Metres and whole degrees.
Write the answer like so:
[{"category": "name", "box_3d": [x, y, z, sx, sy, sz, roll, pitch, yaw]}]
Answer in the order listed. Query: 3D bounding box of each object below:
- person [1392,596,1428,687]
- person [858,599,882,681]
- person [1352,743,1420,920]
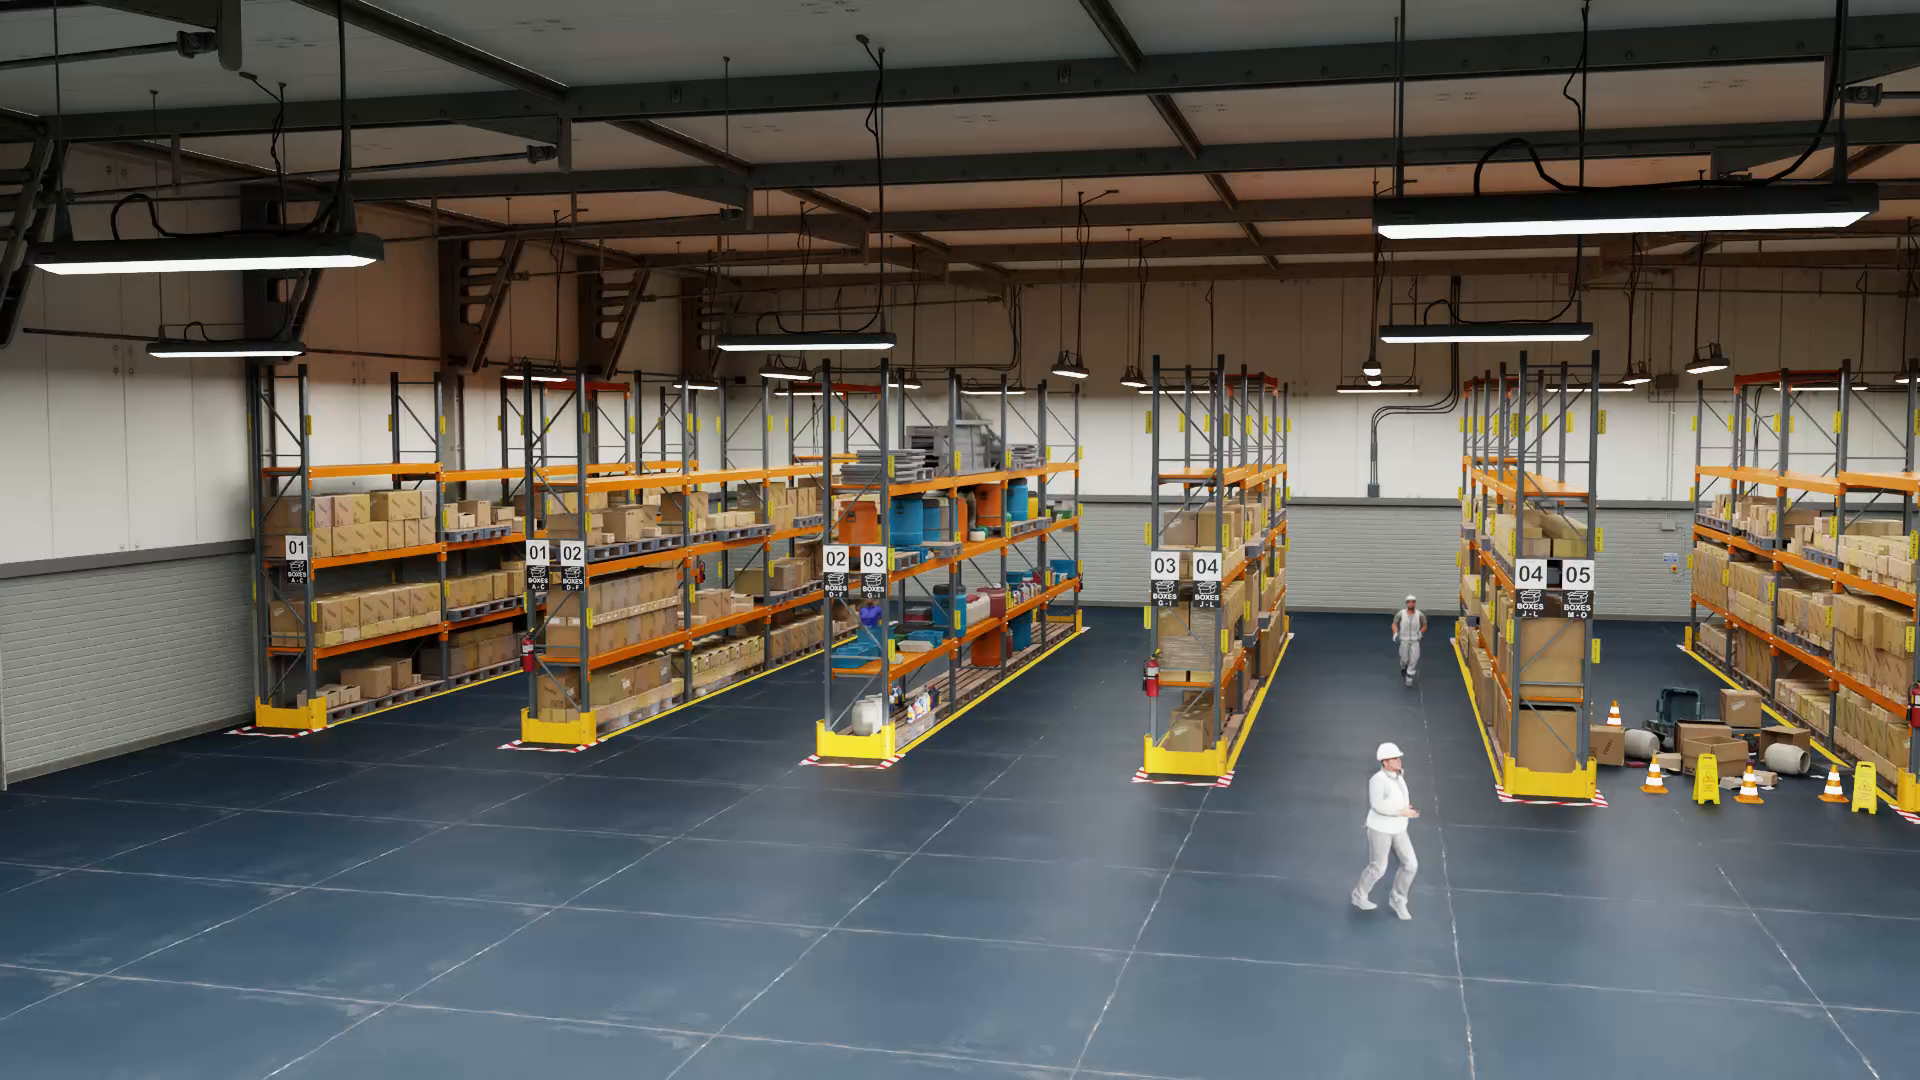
[{"category": "person", "box_3d": [8.647, 1.934, 31.947, 0.658, 1.738, 0.601, 1, 4, 10]}, {"category": "person", "box_3d": [-1.652, 1.795, 30.606, 0.550, 1.634, 0.513, 1, 4, 16]}, {"category": "person", "box_3d": [4.353, 2.973, 16.884, 0.675, 1.850, 0.748, -4, 6, -44]}]
